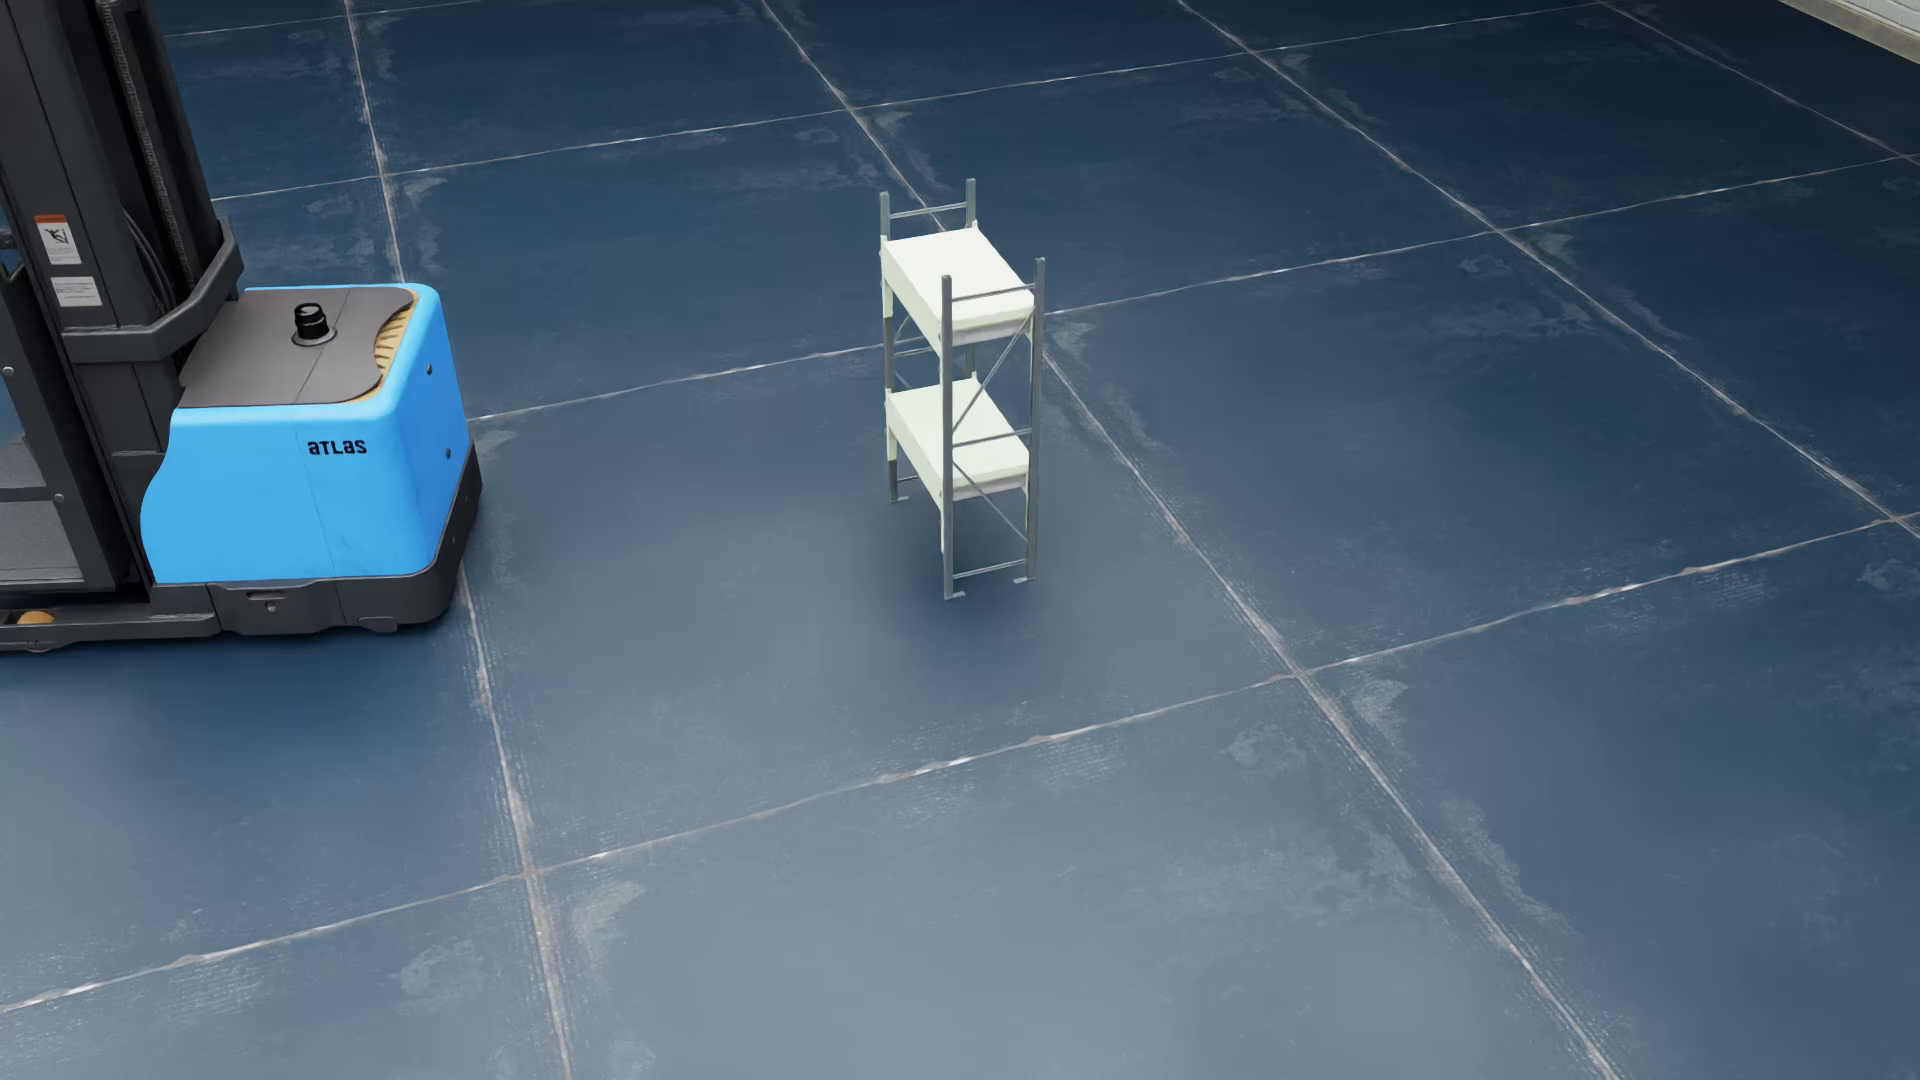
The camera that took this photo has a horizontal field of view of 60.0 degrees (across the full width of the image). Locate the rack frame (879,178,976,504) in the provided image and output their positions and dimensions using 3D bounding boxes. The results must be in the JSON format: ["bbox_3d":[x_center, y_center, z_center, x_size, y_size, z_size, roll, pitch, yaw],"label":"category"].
[{"bbox_3d":[-0.128,-0.810,7.078,0.400,1.500,0.023,-12,39,-16],"label":"rack frame"}]

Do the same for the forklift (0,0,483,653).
[{"bbox_3d":[-3.624,-1.043,6.198,3.031,2.935,1.130,-2,37,-3],"label":"forklift"}]

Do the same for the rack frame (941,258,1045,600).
[{"bbox_3d":[0.124,-0.396,6.529,0.400,1.500,0.023,-12,39,-16],"label":"rack frame"}]

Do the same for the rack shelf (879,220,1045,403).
[{"bbox_3d":[-0.002,-0.915,6.569,0.431,0.370,0.720,-12,39,-16],"label":"rack shelf"}]

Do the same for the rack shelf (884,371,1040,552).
[{"bbox_3d":[-0.002,-0.342,7.000,0.431,0.370,0.720,-12,39,-16],"label":"rack shelf"}]

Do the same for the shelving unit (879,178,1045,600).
[{"bbox_3d":[-0.002,-0.603,6.804,0.431,1.500,0.755,-12,39,-16],"label":"shelving unit"}]
